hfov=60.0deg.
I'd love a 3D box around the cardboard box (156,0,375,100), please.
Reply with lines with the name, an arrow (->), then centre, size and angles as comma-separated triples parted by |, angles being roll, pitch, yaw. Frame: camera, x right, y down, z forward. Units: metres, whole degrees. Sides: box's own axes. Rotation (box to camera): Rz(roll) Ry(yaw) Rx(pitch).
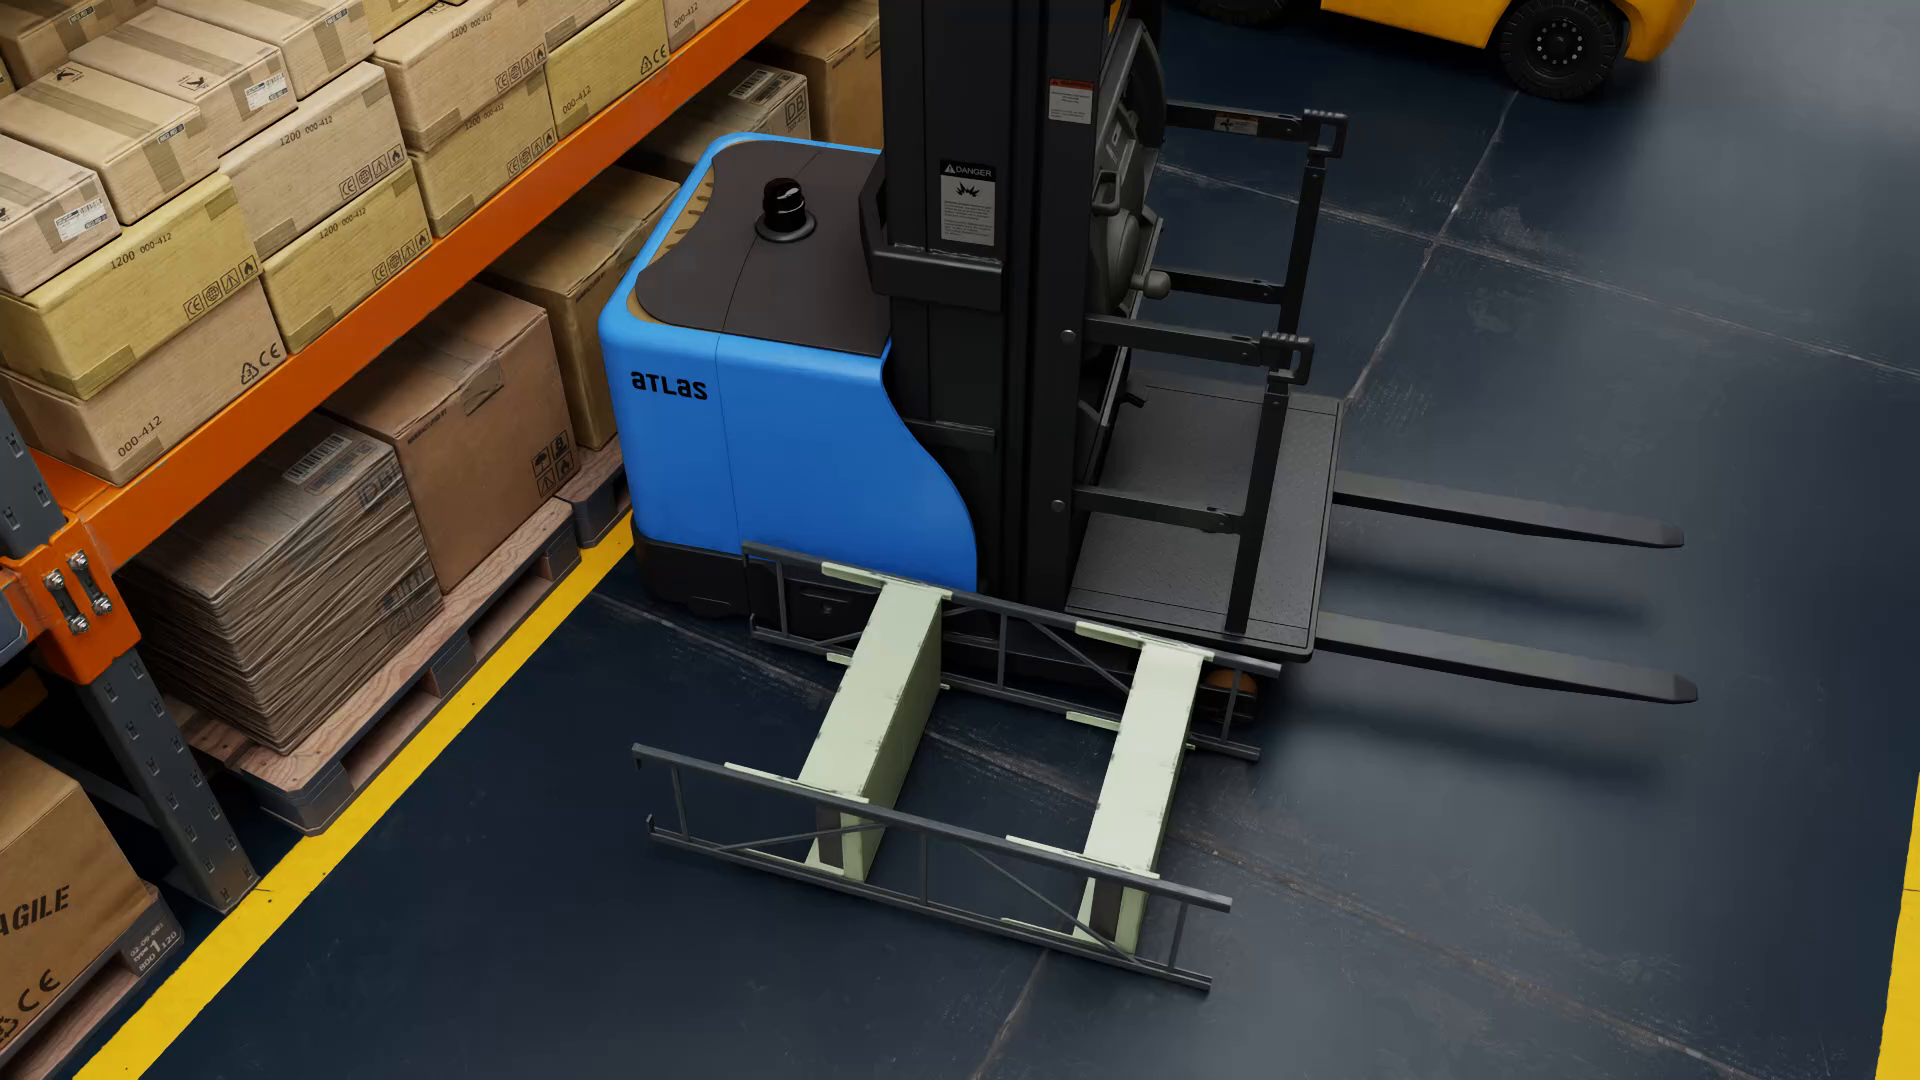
cardboard box -> -1.567, -1.161, 3.762 | 0.380, 0.149, 0.250 | 21, 49, 19

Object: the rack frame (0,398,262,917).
rack frame -> -2.305, -0.286, 3.424 | 1.000, 3.000, 0.127 | 20, 49, 19

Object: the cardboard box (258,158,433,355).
cardboard box -> -1.645, -0.748, 3.986 | 0.500, 0.250, 0.500 | 19, 48, 18

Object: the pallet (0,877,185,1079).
pallet -> -2.685, 1.152, 3.963 | 1.003, 0.211, 1.213 | 20, 49, 19

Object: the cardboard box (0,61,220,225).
cardboard box -> -1.773, -0.822, 3.427 | 0.380, 0.149, 0.250 | 21, 49, 20

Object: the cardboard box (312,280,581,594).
cardboard box -> -1.707, -0.402, 4.913 | 0.875, 0.625, 0.625 | 22, 49, 20

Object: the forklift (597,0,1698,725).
forklift -> 0.607, -0.924, 4.103 | 3.031, 2.935, 1.130 | 10, 46, 10

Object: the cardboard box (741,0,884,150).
cardboard box -> -0.681, -1.787, 6.281 | 0.875, 0.625, 0.625 | 23, 50, 21

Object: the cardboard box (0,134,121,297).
cardboard box -> -1.896, -0.653, 3.260 | 0.380, 0.149, 0.250 | 22, 49, 20

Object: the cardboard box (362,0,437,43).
cardboard box -> -1.477, -1.329, 3.928 | 0.380, 0.149, 0.250 | 21, 49, 19

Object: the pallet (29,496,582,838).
pallet -> -1.888, 0.188, 4.916 | 1.003, 0.211, 1.213 | 20, 49, 19

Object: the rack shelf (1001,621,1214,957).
rack shelf -> 0.384, 0.644, 4.298 | 0.370, 0.431, 0.720 | 13, 47, 11

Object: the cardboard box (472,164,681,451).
cardboard box -> -1.395, -0.826, 5.332 | 0.875, 0.625, 0.625 | 19, 48, 17

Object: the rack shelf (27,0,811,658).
rack shelf -> -1.377, -1.294, 4.925 | 1.077, 0.370, 4.000 | 20, 49, 19

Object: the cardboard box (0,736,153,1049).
cardboard box -> -2.311, 0.782, 3.830 | 0.500, 0.500, 0.500 | 22, 49, 20

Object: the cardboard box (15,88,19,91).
cardboard box -> -2.107, -1.107, 3.989 | 0.500, 0.250, 0.500 | 21, 49, 19

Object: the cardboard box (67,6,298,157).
cardboard box -> -1.677, -0.992, 3.595 | 0.380, 0.149, 0.250 | 22, 49, 20

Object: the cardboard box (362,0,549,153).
cardboard box -> -1.390, -1.247, 4.128 | 0.500, 0.250, 0.500 | 19, 48, 18

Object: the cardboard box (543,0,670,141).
cardboard box -> -1.170, -1.401, 4.631 | 0.500, 0.250, 0.500 | 22, 49, 20

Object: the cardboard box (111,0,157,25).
cardboard box -> -2.084, -1.344, 3.943 | 0.380, 0.149, 0.250 | 20, 49, 18

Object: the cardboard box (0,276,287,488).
cardboard box -> -1.883, -0.433, 3.674 | 0.500, 0.250, 0.500 | 21, 49, 19

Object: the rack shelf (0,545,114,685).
rack shelf -> -3.234, 1.226, 2.435 | 1.077, 0.370, 4.000 | 20, 49, 19

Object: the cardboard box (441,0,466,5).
cardboard box -> -1.306, -1.470, 4.067 | 0.380, 0.149, 0.250 | 21, 49, 20

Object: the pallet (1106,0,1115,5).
pallet -> 0.523, -3.085, 8.150 | 1.003, 0.211, 1.213 | 20, 49, 19

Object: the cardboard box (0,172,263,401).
cardboard box -> -1.861, -0.600, 3.488 | 0.500, 0.250, 0.500 | 20, 49, 19

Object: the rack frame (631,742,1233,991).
rack frame -> -0.094, 0.811, 4.125 | 1.500, 0.400, 0.023 | 13, 47, 11

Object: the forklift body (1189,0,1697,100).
forklift body -> 2.144, -3.231, 6.931 | 2.313, 2.155, 1.214 | 20, 49, 19

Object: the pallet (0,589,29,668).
pallet -> -2.558, 0.231, 3.047 | 1.213, 0.211, 1.003 | 20, 49, 19

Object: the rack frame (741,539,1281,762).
rack frame -> 0.113, 0.307, 4.613 | 1.500, 0.400, 0.023 | 13, 47, 11

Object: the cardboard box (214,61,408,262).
cardboard box -> -1.649, -0.923, 3.808 | 0.500, 0.250, 0.500 | 22, 49, 20

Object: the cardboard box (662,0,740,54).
cardboard box -> -0.937, -1.729, 4.955 | 0.500, 0.250, 0.500 | 21, 49, 19

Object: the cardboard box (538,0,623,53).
cardboard box -> -1.176, -1.577, 4.454 | 0.500, 0.250, 0.500 | 21, 49, 20

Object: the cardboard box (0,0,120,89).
cardboard box -> -2.137, -1.166, 3.767 | 0.380, 0.149, 0.250 | 20, 49, 19

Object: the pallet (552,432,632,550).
pallet -> -1.321, -0.578, 5.672 | 1.003, 0.211, 1.213 | 20, 49, 19

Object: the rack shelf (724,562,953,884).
rack shelf -> -0.303, 0.488, 4.429 | 0.370, 0.431, 0.720 | 13, 47, 11

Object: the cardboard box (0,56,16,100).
cardboard box -> -2.311, -1.023, 3.626 | 0.380, 0.149, 0.250 | 22, 49, 20

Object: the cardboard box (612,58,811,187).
cardboard box -> -1.048, -1.301, 5.801 | 0.875, 0.625, 0.625 | 20, 49, 19

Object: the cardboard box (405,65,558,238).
cardboard box -> -1.412, -1.075, 4.309 | 0.500, 0.250, 0.500 | 19, 48, 18

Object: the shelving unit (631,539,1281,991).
shelving unit -> 0.010, 0.559, 4.369 | 1.500, 0.431, 0.755 | 13, 47, 11

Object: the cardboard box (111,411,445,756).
cardboard box -> -2.003, 0.012, 4.503 | 0.875, 0.625, 0.625 | 22, 49, 20
